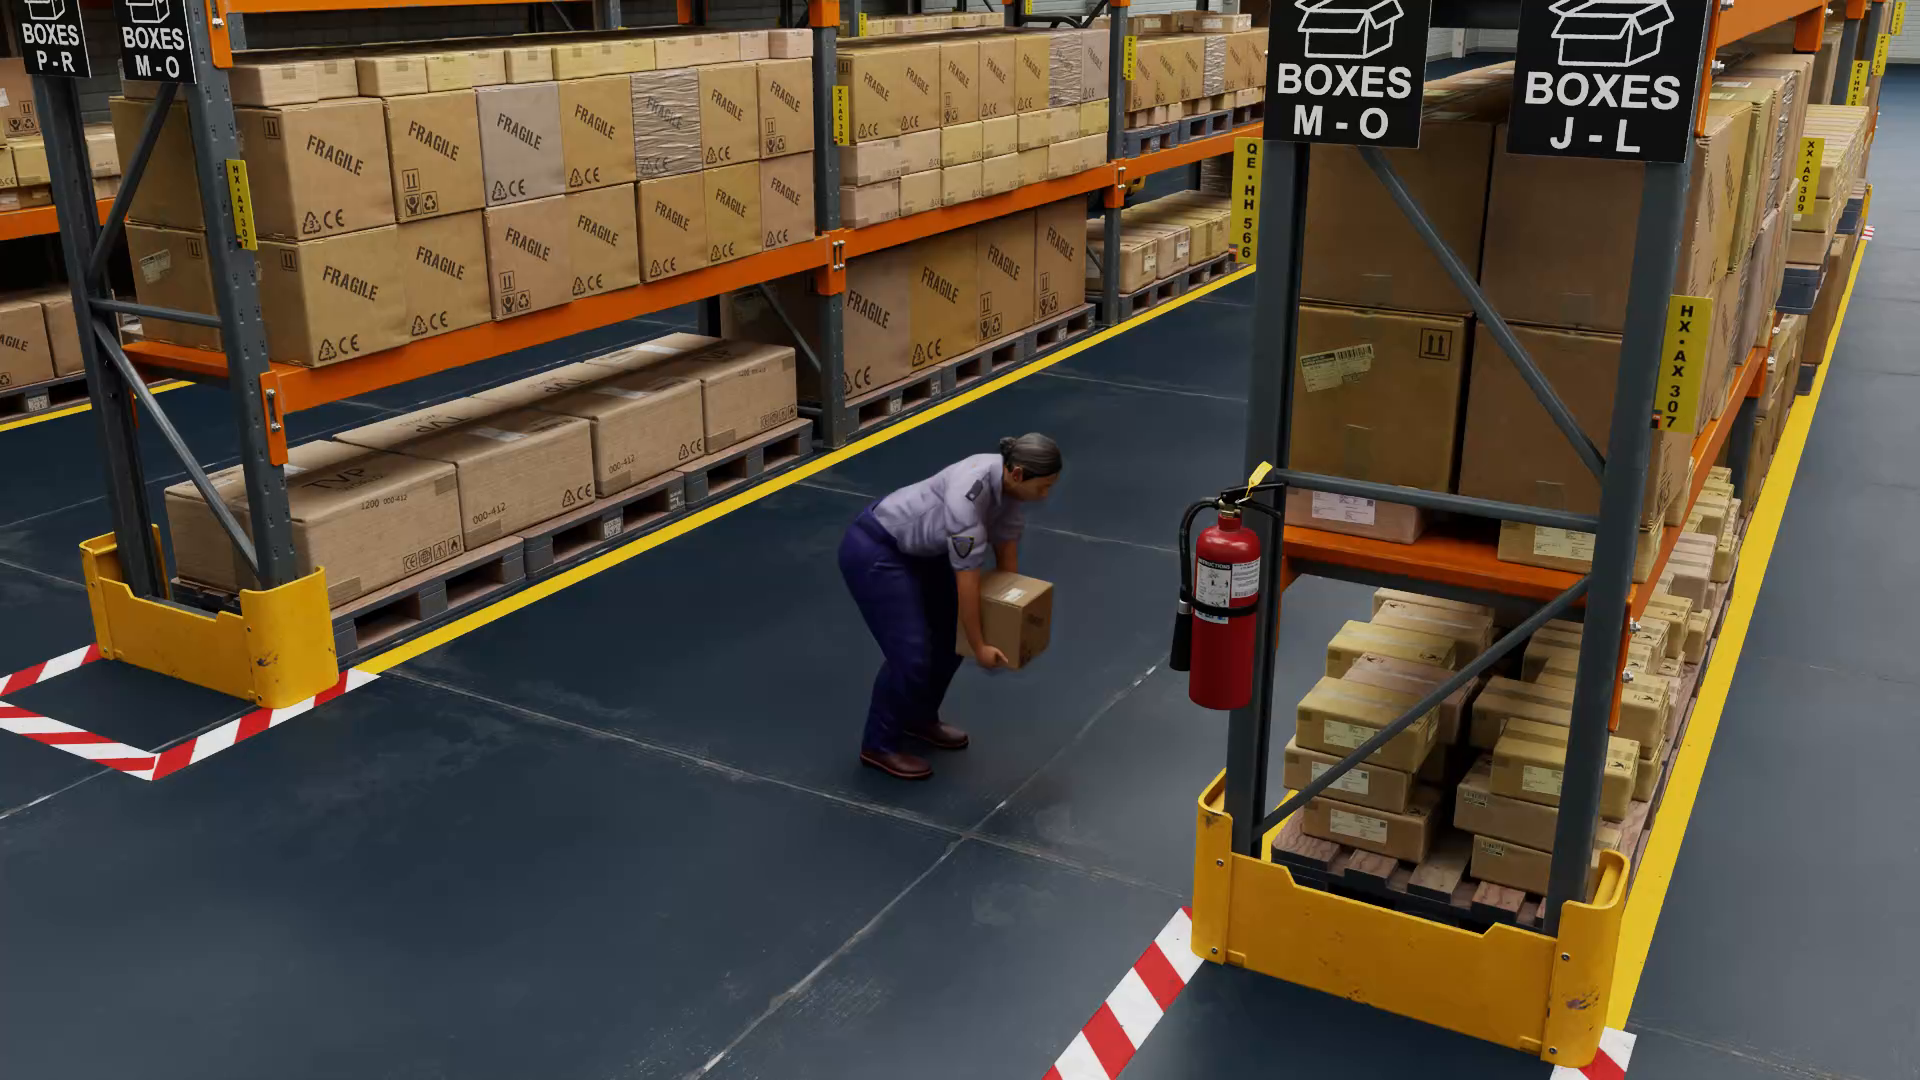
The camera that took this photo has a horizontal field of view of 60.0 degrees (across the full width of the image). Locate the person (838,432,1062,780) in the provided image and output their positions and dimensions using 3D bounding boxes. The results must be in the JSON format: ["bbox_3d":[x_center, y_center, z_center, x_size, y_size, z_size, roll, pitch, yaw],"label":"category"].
[{"bbox_3d":[-0.026,0.217,5.989,0.815,1.315,0.466,10,22,26],"label":"person"}]
